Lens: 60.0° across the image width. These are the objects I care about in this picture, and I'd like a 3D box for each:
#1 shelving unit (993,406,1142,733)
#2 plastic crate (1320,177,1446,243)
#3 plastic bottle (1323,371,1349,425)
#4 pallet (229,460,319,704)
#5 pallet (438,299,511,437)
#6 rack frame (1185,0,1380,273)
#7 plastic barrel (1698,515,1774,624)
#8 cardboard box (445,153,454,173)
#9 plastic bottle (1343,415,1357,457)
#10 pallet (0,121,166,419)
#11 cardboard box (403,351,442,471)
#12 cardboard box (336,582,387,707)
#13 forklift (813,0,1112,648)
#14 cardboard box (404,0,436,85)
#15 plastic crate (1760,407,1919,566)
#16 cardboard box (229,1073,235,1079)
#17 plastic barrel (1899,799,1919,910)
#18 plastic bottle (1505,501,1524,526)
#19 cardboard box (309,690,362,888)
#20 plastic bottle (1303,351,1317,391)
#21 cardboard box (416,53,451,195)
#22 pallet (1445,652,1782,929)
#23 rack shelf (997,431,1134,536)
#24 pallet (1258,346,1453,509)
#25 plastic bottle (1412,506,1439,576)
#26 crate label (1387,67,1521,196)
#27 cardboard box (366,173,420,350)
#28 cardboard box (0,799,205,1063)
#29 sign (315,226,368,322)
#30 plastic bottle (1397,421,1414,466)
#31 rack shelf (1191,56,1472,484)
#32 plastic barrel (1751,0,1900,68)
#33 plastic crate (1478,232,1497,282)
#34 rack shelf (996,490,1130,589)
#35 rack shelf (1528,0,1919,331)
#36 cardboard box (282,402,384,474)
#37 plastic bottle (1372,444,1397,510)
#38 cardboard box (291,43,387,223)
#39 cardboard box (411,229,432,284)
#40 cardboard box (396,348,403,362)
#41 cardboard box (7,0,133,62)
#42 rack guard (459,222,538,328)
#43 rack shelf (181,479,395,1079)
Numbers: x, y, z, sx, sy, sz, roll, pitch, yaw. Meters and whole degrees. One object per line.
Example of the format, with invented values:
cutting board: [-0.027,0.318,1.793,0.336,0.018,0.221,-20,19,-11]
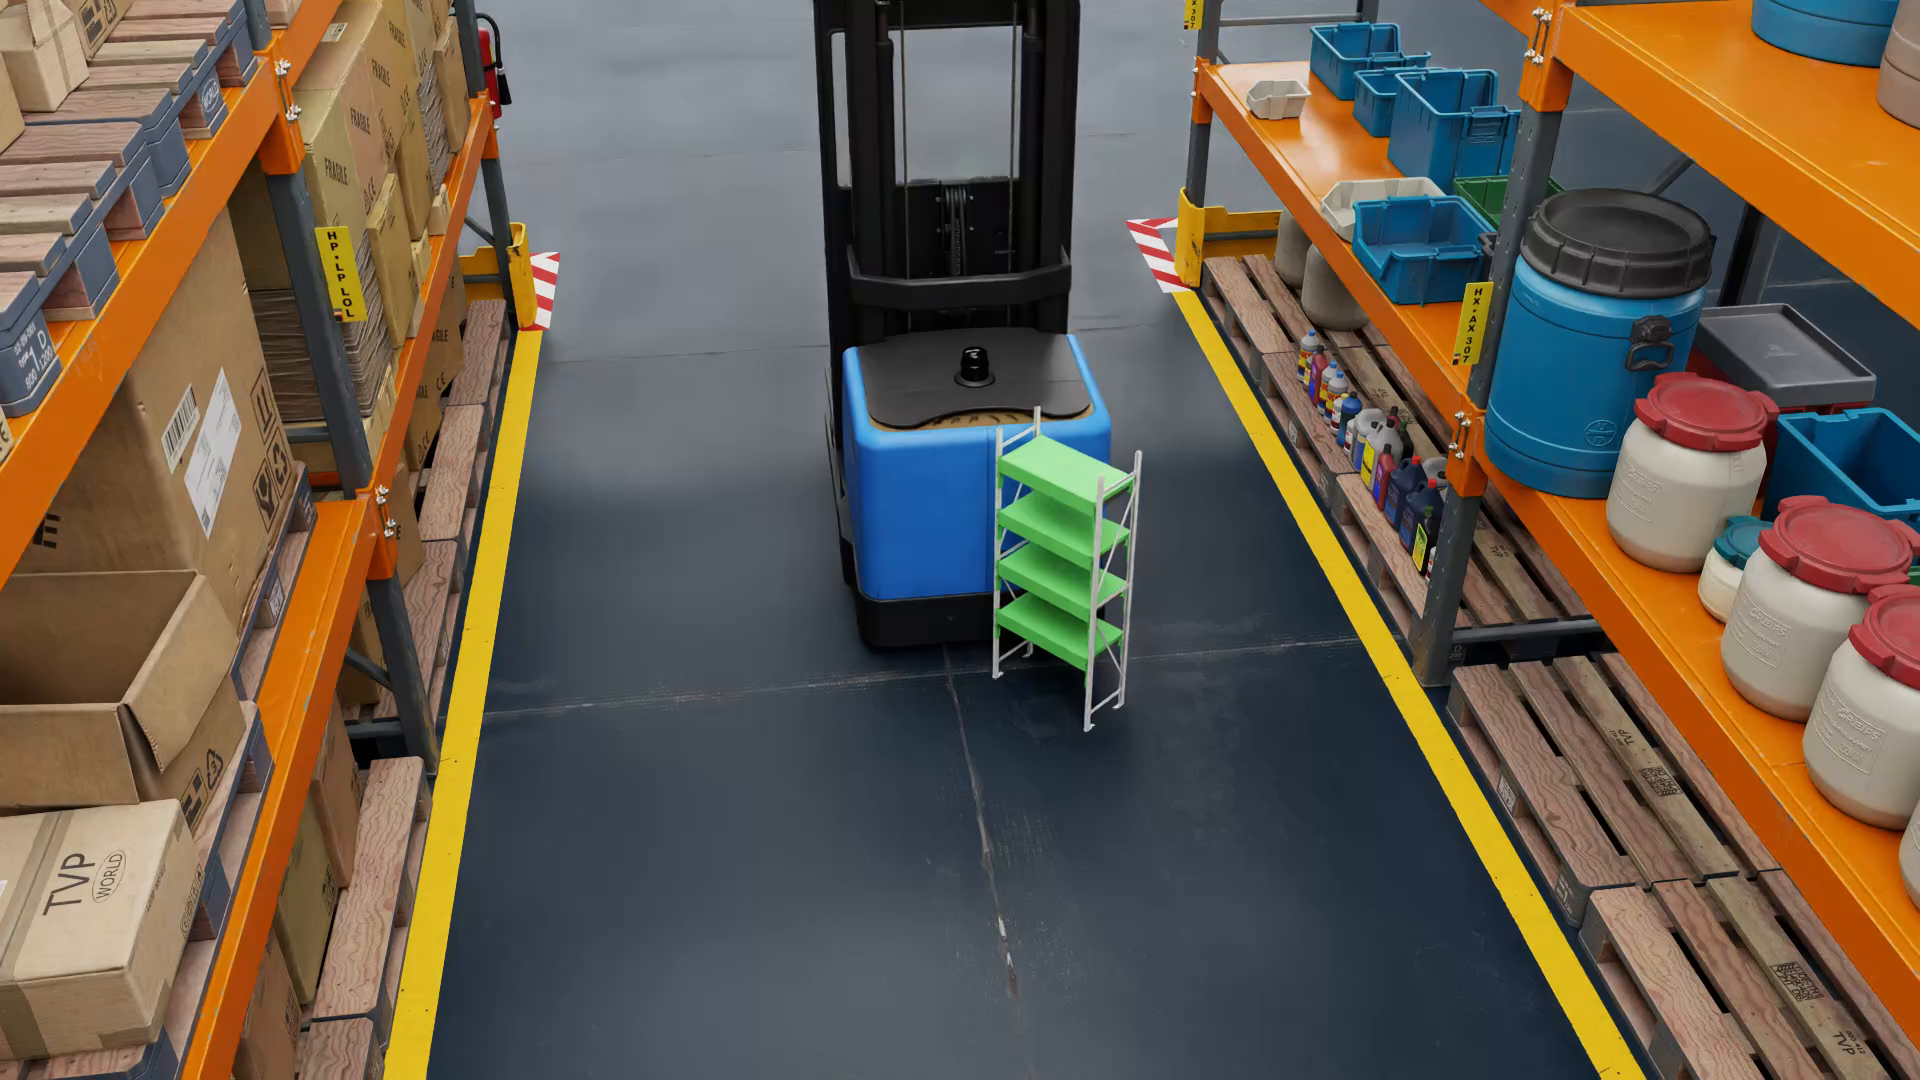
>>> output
shelving unit: [0.401,0.126,6.500,0.503,1.200,0.258,28,43,34]
plastic crate: [1.920,-1.475,7.484,0.530,0.136,0.437,-4,35,-6]
plastic bottle: [1.846,-0.701,8.147,0.097,0.271,0.097,0,34,0]
pallet: [-2.560,0.195,4.970,1.003,0.211,1.213,-4,35,-6]
pallet: [-2.972,-0.903,8.887,1.003,0.211,1.213,-4,35,-6]
rack frame: [1.851,-2.929,9.384,1.000,3.000,0.127,-4,35,-6]
plastic barrel: [2.415,0.111,5.047,0.301,0.262,0.301,0,34,0]
cardboard box: [-2.678,-1.891,8.084,0.380,0.149,0.250,-4,35,-6]
plastic bottle: [1.887,-0.502,7.917,0.097,0.201,0.097,0,34,0]
pallet: [-2.399,-0.552,3.400,1.213,0.211,1.003,-4,35,-6]
cardboard box: [-2.810,-0.663,7.906,0.500,0.500,0.500,-1,34,-2]
cardboard box: [-2.533,0.312,6.476,0.500,0.500,0.500,-5,35,-8]
forklift: [-0.085,-1.577,7.461,1.130,2.935,3.031,-4,35,-6]
cardboard box: [-2.600,-2.285,7.199,0.500,0.500,0.500,-4,35,-6]
plastic crate: [2.846,-0.098,5.244,0.392,0.384,0.575,-4,35,-6]
cardboard box: [-2.261,1.765,4.325,0.700,0.500,0.500,-2,34,-2]
plastic barrel: [2.521,0.696,3.965,0.421,0.512,0.421,0,34,0]
plastic bottle: [2.549,-0.255,7.422,0.144,0.351,0.185,-4,35,-6]
cardboard box: [-2.458,0.874,5.633,0.700,0.500,0.500,-7,35,-10]
plastic bottle: [1.800,-0.861,8.444,0.097,0.201,0.097,0,34,0]
cardboard box: [-2.799,-1.857,7.458,0.875,0.500,0.500,-4,35,-6]
pallet: [2.533,0.891,6.255,1.003,0.211,1.213,-4,35,-6]
rack shelf: [0.401,-0.218,6.265,0.480,0.148,0.258,28,43,34]
pallet: [2.173,-0.605,8.450,1.003,0.211,1.213,-4,35,-6]
plastic bottle: [1.998,0.001,7.107,0.061,0.283,0.133,-3,34,-4]
crate label: [2.367,-1.937,7.897,0.502,0.435,0.616,-4,35,-6]
cardboard box: [-2.550,-1.023,6.235,0.875,0.500,0.500,-4,35,-6]
cardboard box: [-1.978,0.846,3.605,0.500,0.250,0.500,-5,35,-8]
sign: [-1.969,-0.844,5.297,0.100,0.325,0.005,-4,35,-6]
plastic bottle: [2.046,-0.403,7.699,0.061,0.283,0.133,-4,35,-6]
rack shelf: [2.120,-1.515,7.949,1.077,0.370,4.000,-4,35,-6]
plastic barrel: [2.673,-1.876,4.730,0.600,0.901,0.708,-4,35,-6]
plastic crate: [2.445,-0.973,6.569,0.767,0.338,0.504,-4,35,-6]
rack shelf: [0.401,-0.020,6.401,0.480,0.148,0.258,28,43,34]
rack shelf: [2.658,-0.523,3.829,1.077,0.370,4.000,-4,35,-6]
cardboard box: [-2.250,-0.360,5.838,0.380,0.149,0.250,-4,35,-6]
plastic bottle: [1.928,-0.288,7.531,0.061,0.283,0.133,-2,34,-3]
cardboard box: [-2.396,-1.448,5.971,0.500,0.500,0.500,-4,35,-6]
cardboard box: [-2.465,-1.196,7.065,0.380,0.149,0.250,-4,35,-6]
cardboard box: [-2.374,-0.777,6.450,0.380,0.149,0.250,-4,35,-6]
cardboard box: [-2.554,-1.507,4.170,0.797,0.503,0.637,-6,35,-9]
rack guard: [-3.046,-1.478,9.475,1.175,0.500,0.348,-4,35,-6]
rack shelf: [-2.250,1.092,4.123,1.077,0.370,4.000,-4,35,-6]
